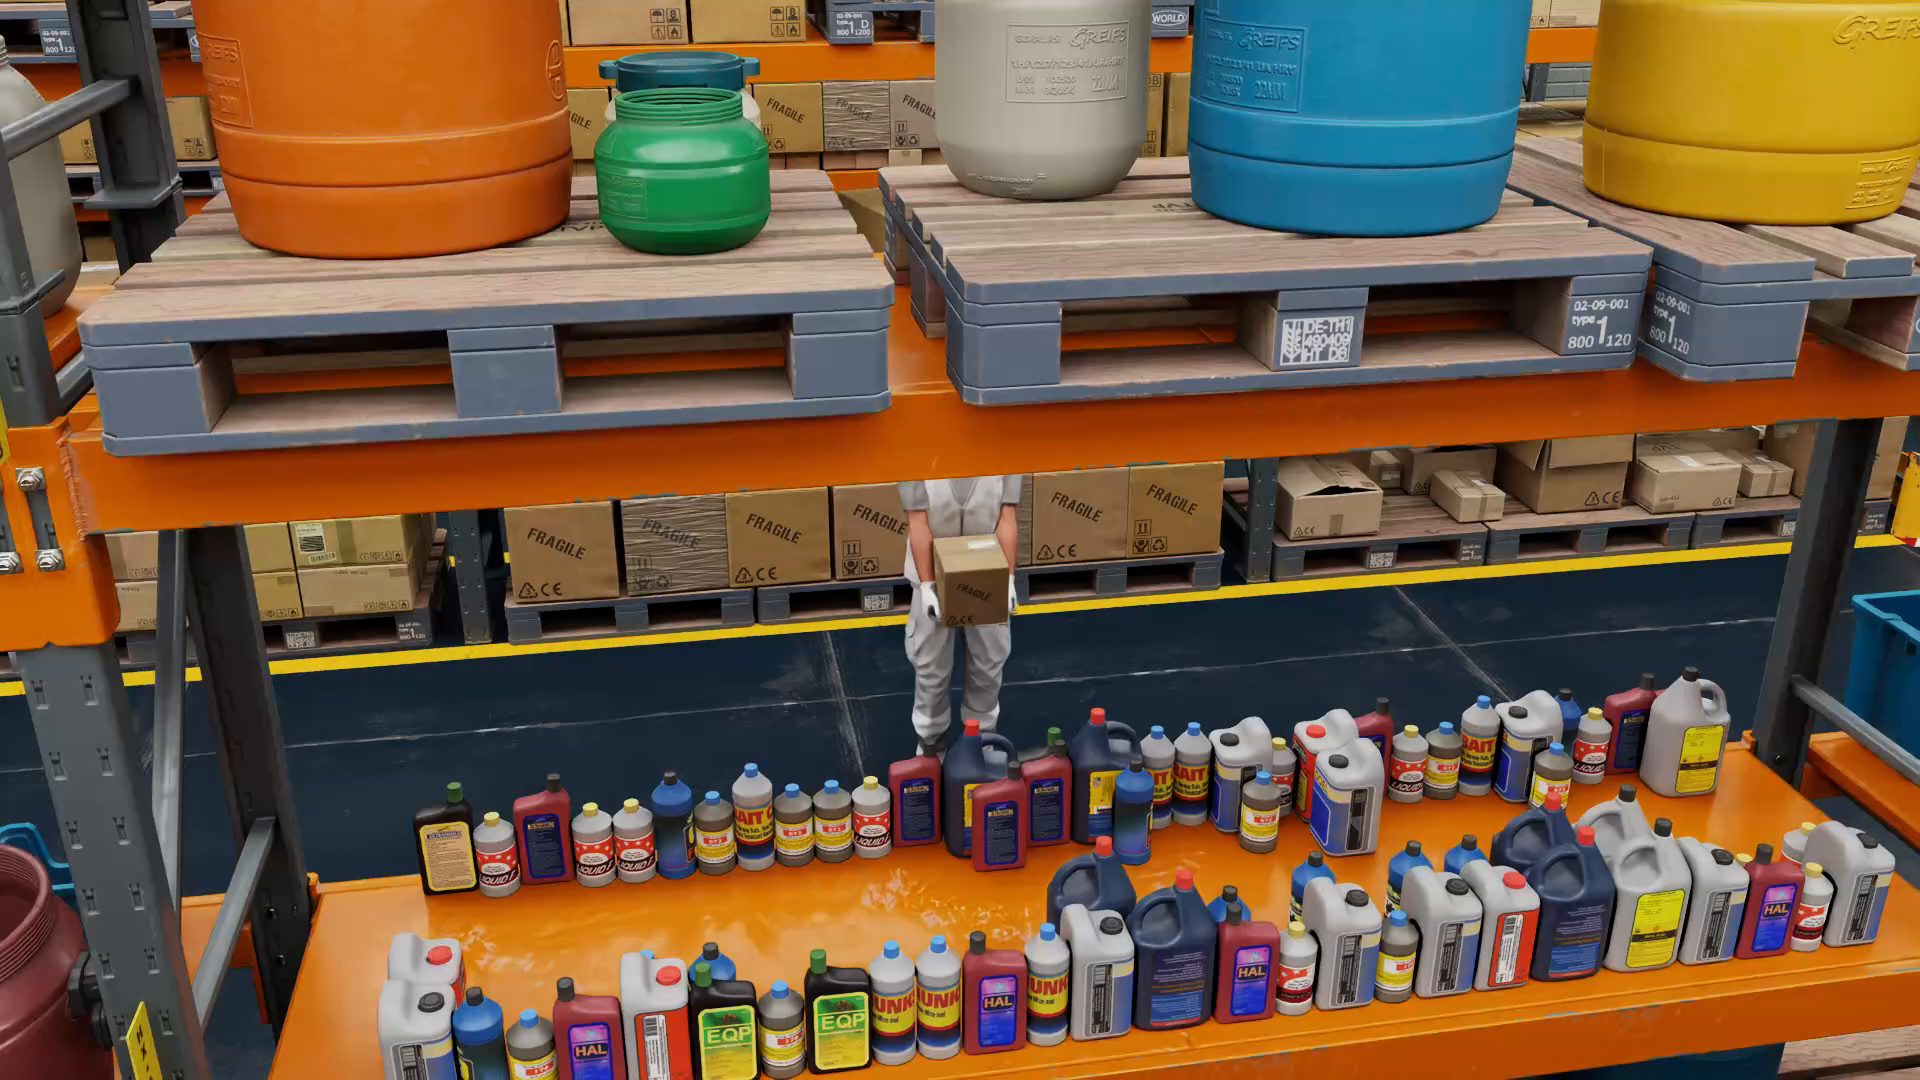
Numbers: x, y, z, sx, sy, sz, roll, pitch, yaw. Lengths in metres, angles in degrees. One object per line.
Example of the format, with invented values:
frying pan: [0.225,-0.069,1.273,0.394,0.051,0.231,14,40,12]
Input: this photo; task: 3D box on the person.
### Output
person: [0.016,0.214,6.566,0.495,1.787,0.553,-4,24,-10]
